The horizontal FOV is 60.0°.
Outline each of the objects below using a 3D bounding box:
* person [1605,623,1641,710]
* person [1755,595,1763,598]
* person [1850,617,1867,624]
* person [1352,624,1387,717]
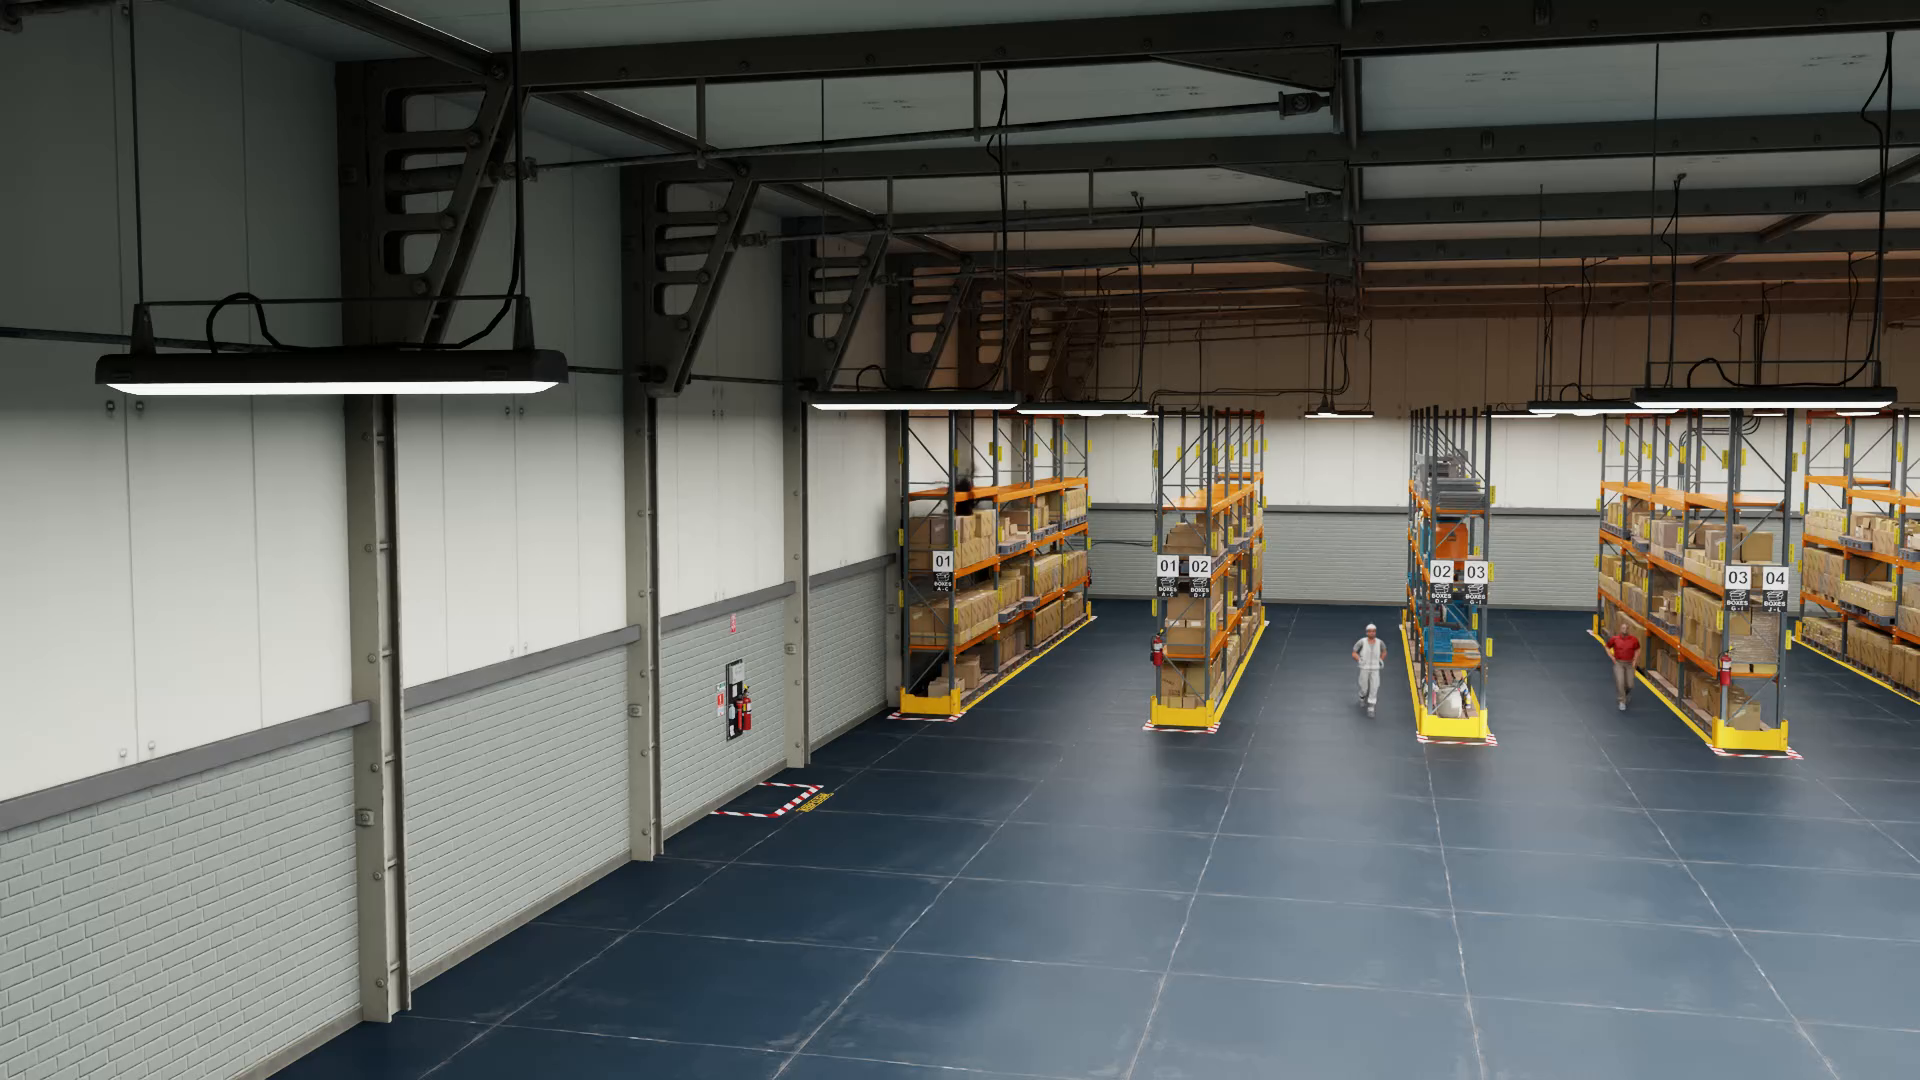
[{"bbox_3d":[13.220,2.504,33.168,0.676,1.702,0.632,1,4,14],"label":"person"},{"bbox_3d":[20.450,1.831,42.963,0.611,1.665,0.634,4,6,45],"label":"person"},{"bbox_3d":[23.619,1.754,43.612,0.729,1.674,0.562,-1,4,-16],"label":"person"},{"bbox_3d":[7.956,2.511,32.270,0.672,1.769,0.857,0,4,4],"label":"person"}]
